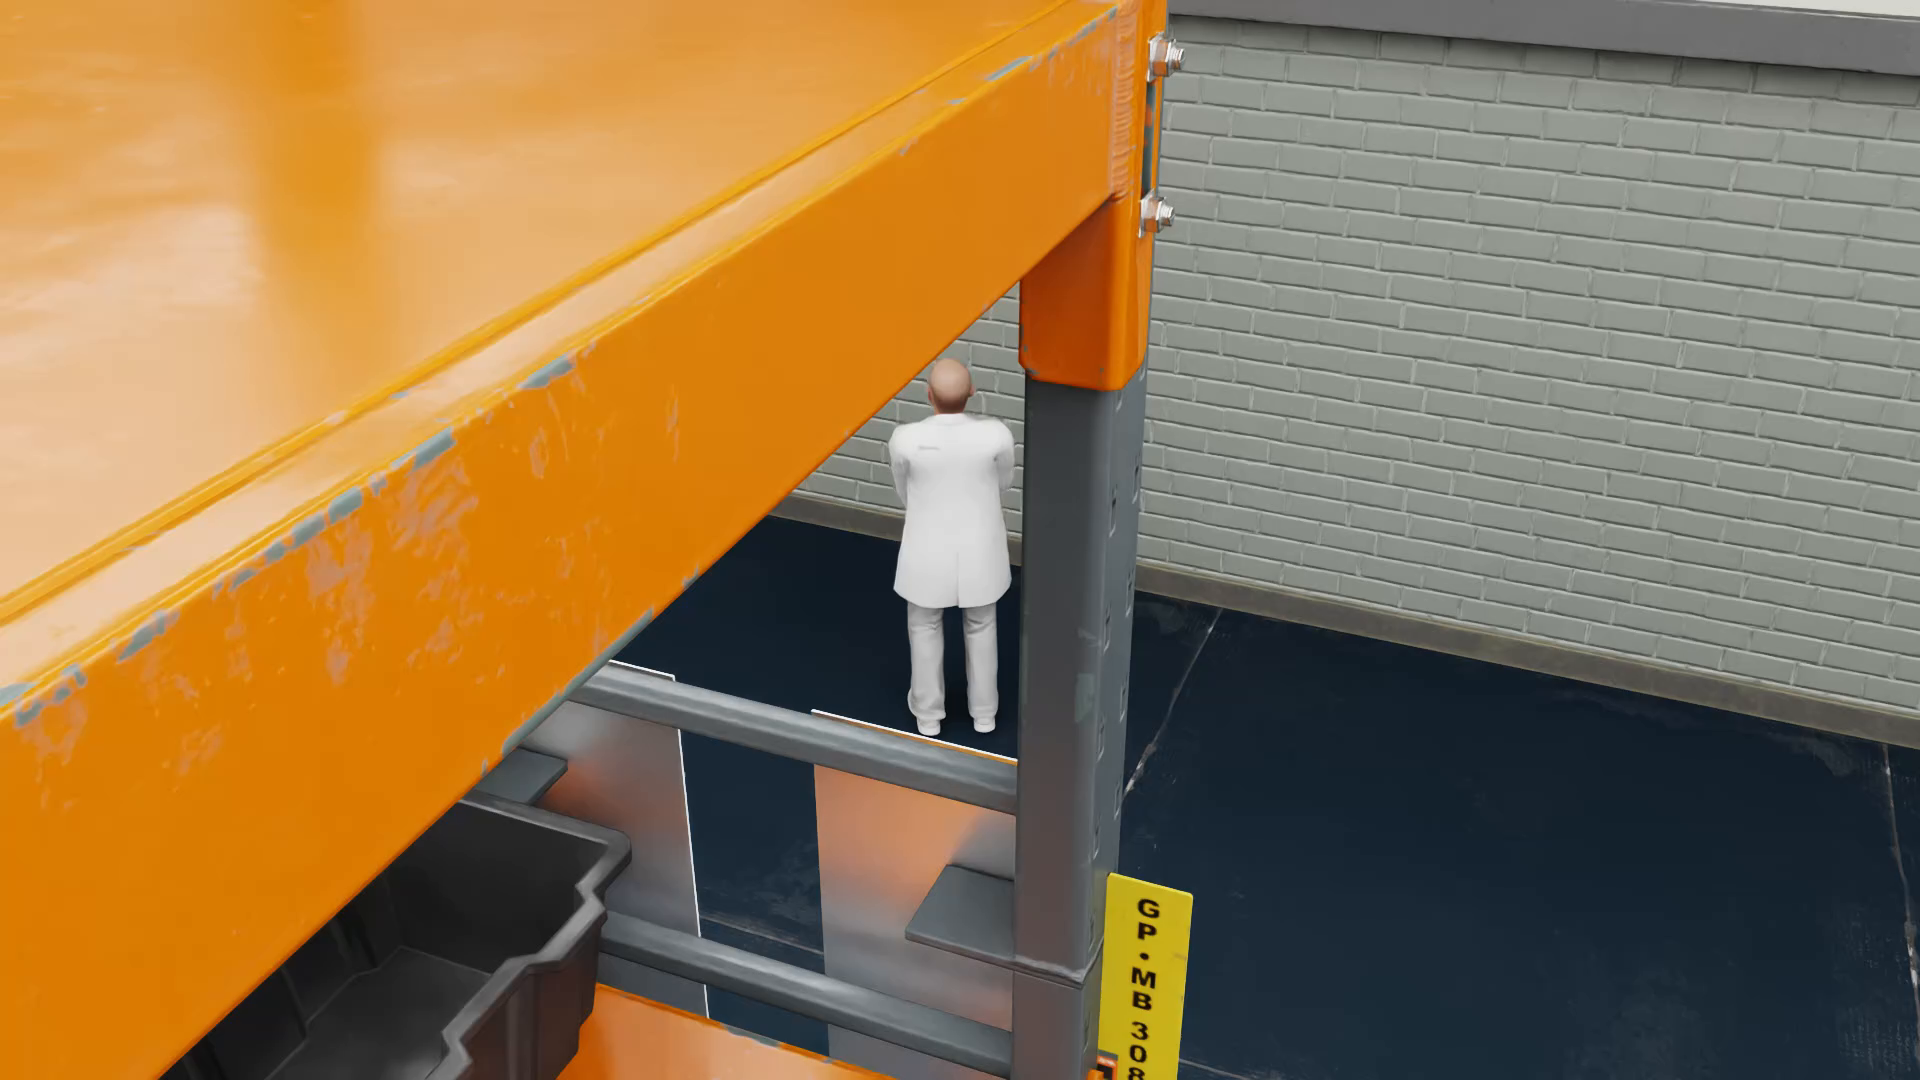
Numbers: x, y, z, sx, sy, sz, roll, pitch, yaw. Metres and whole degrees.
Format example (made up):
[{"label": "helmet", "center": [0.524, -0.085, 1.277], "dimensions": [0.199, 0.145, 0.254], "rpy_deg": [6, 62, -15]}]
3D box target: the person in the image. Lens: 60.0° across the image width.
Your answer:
[{"label": "person", "center": [-0.044, -0.020, 7.184], "dimensions": [0.527, 1.775, 0.556], "rpy_deg": [-3, 29, -5]}]
